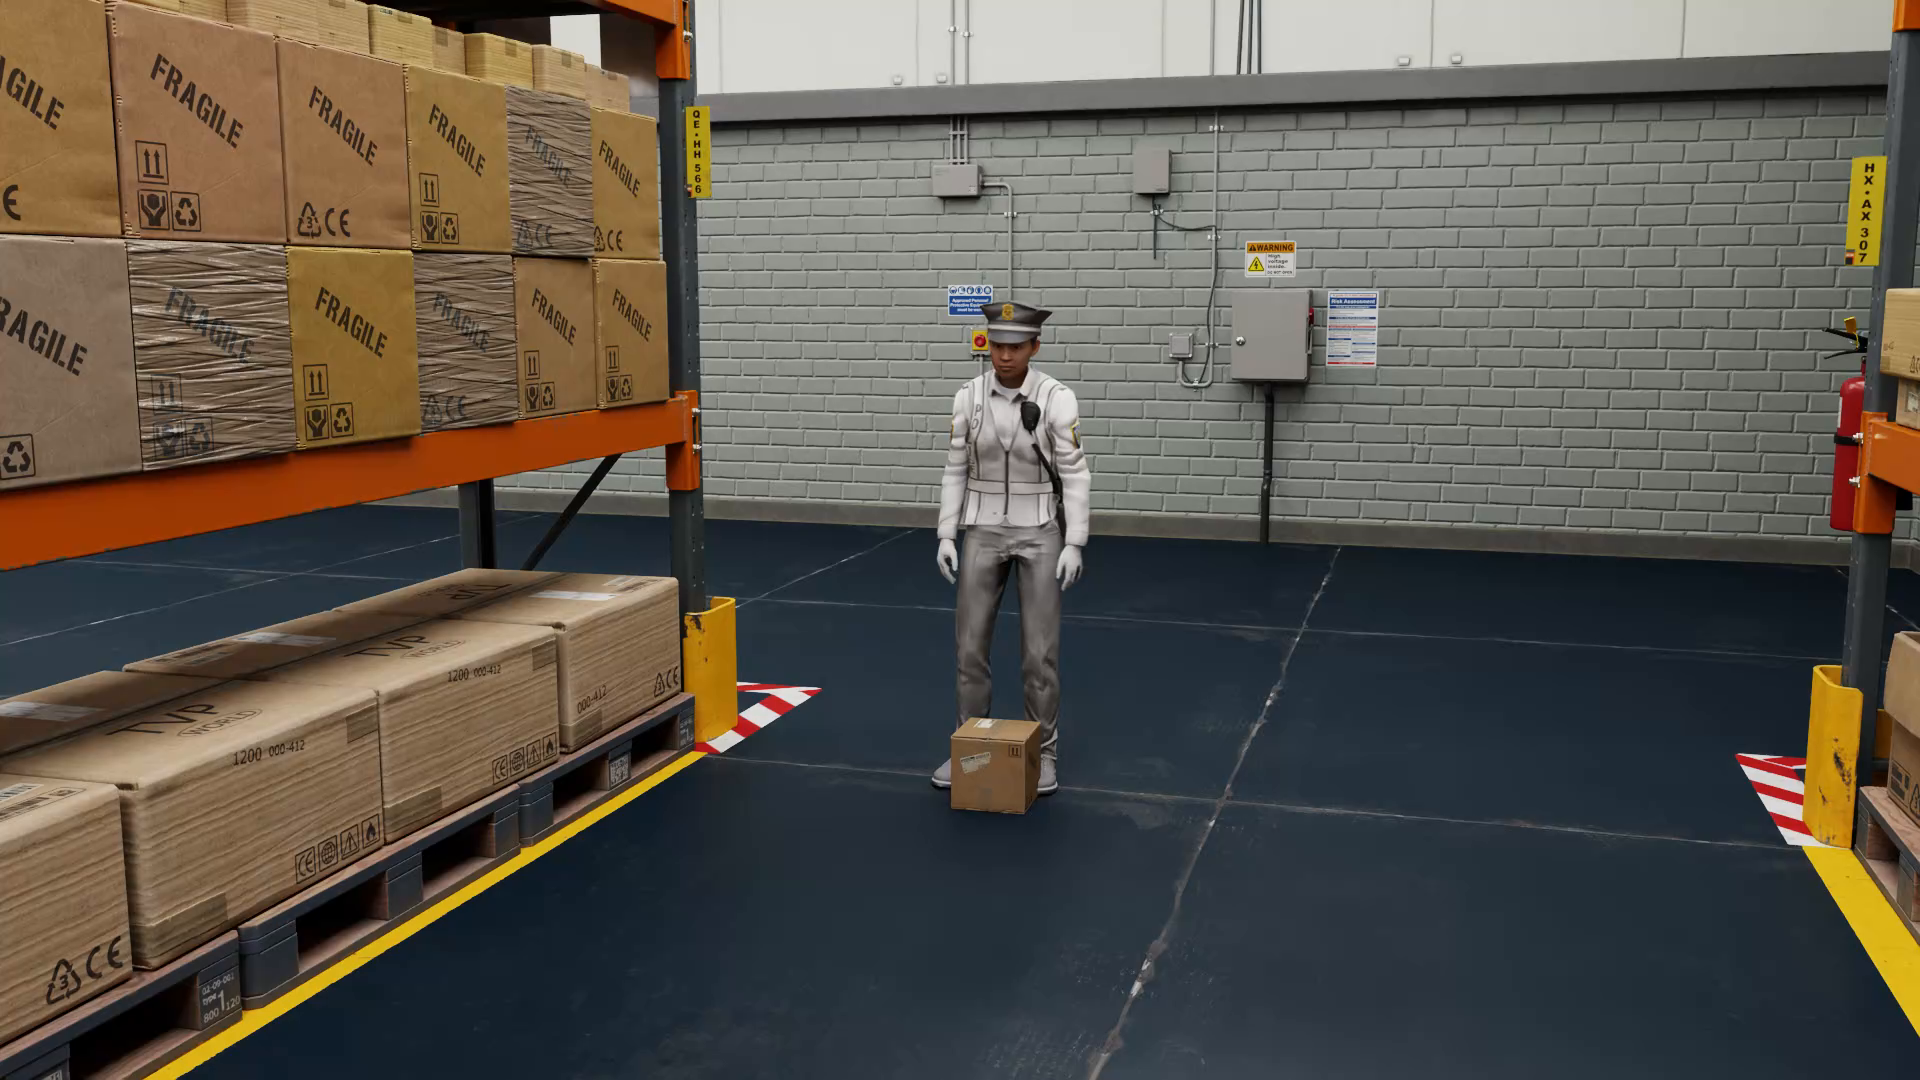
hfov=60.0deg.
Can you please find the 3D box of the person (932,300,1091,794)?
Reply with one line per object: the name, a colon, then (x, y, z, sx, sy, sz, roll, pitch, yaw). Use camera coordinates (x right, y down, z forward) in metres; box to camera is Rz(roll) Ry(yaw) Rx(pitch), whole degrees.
person: (0.179, 0.020, 5.688, 0.529, 1.664, 0.374, 2, 9, 16)
